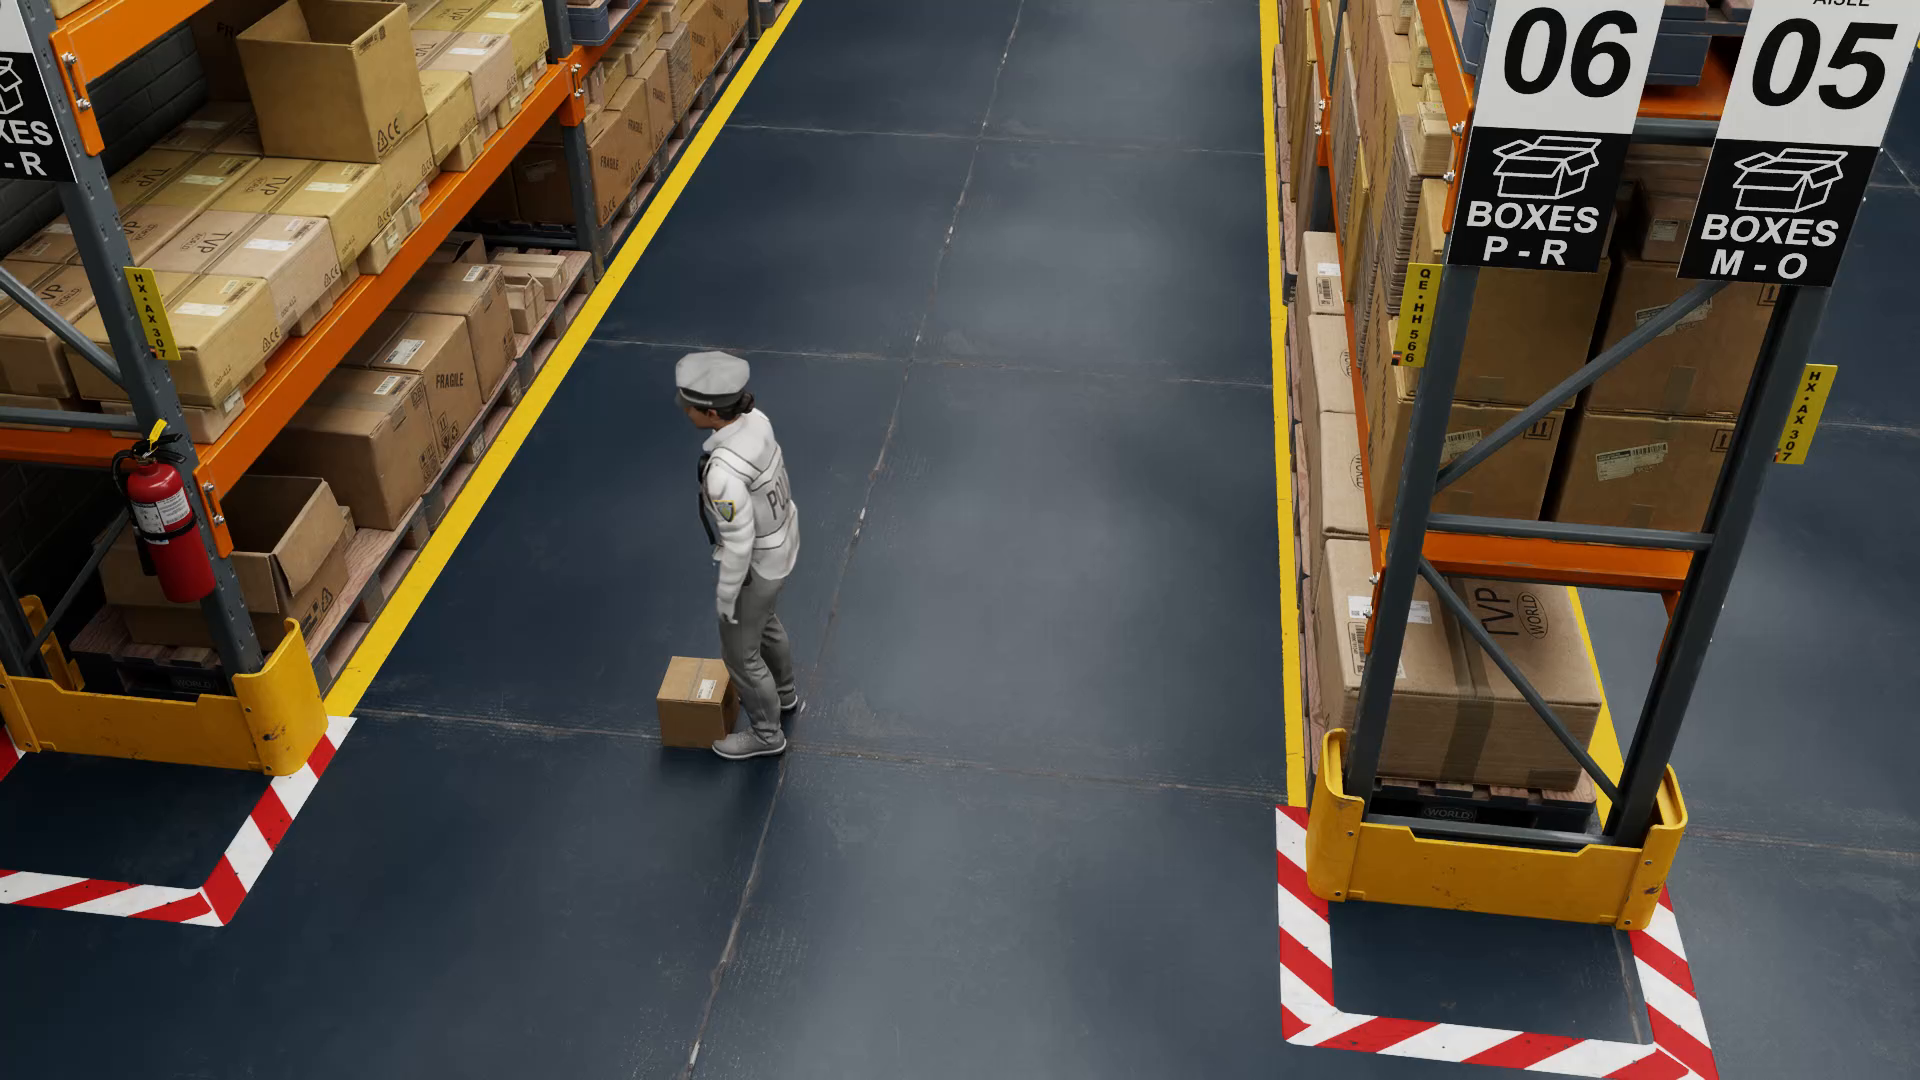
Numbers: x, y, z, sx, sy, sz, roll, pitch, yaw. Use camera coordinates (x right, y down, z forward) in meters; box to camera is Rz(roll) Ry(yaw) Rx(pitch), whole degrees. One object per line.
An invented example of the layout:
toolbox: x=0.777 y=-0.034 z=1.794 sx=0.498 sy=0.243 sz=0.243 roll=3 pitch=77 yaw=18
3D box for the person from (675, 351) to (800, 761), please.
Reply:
person: x=-0.774 y=0.077 z=6.041 sx=0.376 sy=1.663 sz=0.527 roll=4 pitch=37 yaw=6
